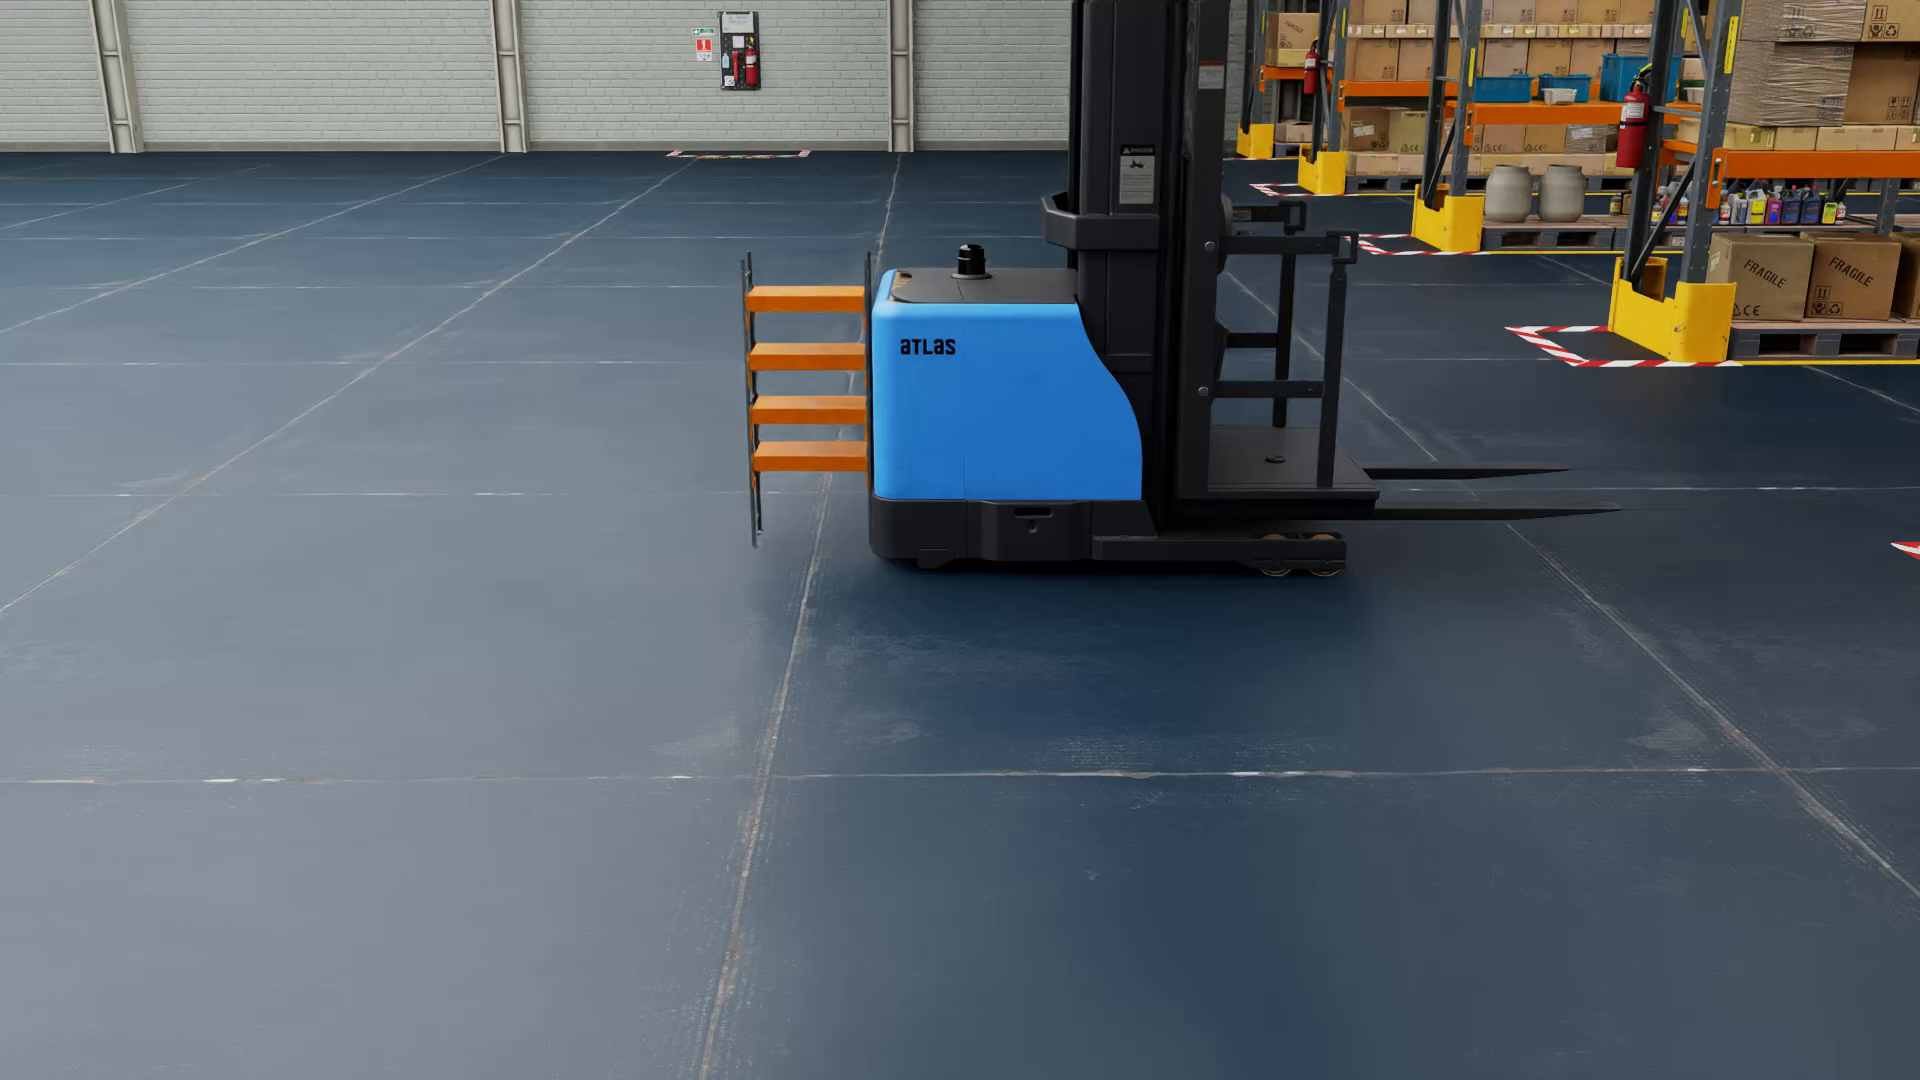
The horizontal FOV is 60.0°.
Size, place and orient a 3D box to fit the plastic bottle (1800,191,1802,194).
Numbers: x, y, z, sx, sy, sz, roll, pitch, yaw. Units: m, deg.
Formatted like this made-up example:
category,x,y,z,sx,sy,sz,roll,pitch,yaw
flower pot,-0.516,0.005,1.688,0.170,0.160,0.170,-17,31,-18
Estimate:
category,x,y,z,sx,sy,sz,roll,pitch,yaw
plastic bottle,8.224,-3.307,16.193,0.097,0.271,0.097,0,18,0

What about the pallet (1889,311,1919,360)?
category,x,y,z,sx,sy,sz,roll,pitch,yaw
pallet,6.734,-1.403,11.076,1.213,0.211,1.003,0,18,-1

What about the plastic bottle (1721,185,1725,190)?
category,x,y,z,sx,sy,sz,roll,pitch,yaw
plastic bottle,7.382,-3.314,16.196,0.133,0.283,0.061,1,18,2

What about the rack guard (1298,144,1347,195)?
category,x,y,z,sx,sy,sz,roll,pitch,yaw
rack guard,4.452,-4.568,20.468,0.348,0.500,1.175,0,18,-1

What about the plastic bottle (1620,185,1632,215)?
category,x,y,z,sx,sy,sz,roll,pitch,yaw
plastic bottle,6.496,-3.310,16.182,0.133,0.283,0.061,0,18,0

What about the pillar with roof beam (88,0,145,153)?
category,x,y,z,sx,sy,sz,roll,pitch,yaw
pillar with roof beam,-12.849,-8.994,20.351,0.400,9.000,9.100,0,18,-1

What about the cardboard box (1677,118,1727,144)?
category,x,y,z,sx,sy,sz,roll,pitch,yaw
cardboard box,4.910,-2.677,10.894,0.250,0.149,0.380,0,18,-1

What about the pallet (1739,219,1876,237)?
category,x,y,z,sx,sy,sz,roll,pitch,yaw
pallet,7.878,-2.946,15.886,1.213,0.211,1.003,0,18,-1

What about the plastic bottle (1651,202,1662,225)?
category,x,y,z,sx,sy,sz,roll,pitch,yaw
plastic bottle,6.472,-3.036,15.463,0.097,0.201,0.097,0,18,0

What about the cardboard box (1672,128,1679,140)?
category,x,y,z,sx,sy,sz,roll,pitch,yaw
cardboard box,8.893,-4.861,20.186,0.500,0.311,0.500,0,18,-1

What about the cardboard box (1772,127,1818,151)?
category,x,y,z,sx,sy,sz,roll,pitch,yaw
cardboard box,5.168,-2.537,10.456,0.250,0.149,0.380,0,18,-1

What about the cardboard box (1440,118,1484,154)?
category,x,y,z,sx,sy,sz,roll,pitch,yaw
cardboard box,6.015,-4.950,20.153,0.500,0.500,0.500,0,18,-1

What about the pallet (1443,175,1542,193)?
category,x,y,z,sx,sy,sz,roll,pitch,yaw
pallet,6.457,-4.452,20.580,1.213,0.211,1.003,0,18,-1

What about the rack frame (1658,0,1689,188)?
category,x,y,z,sx,sy,sz,roll,pitch,yaw
rack frame,8.476,-5.777,20.147,0.127,3.000,1.000,0,18,-1

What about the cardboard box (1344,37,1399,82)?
category,x,y,z,sx,sy,sz,roll,pitch,yaw
cardboard box,4.943,-5.804,20.066,0.500,0.500,0.700,0,18,-1

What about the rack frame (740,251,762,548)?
category,x,y,z,sx,sy,sz,roll,pitch,yaw
rack frame,-0.861,-0.573,6.870,0.015,1.200,0.240,0,18,0

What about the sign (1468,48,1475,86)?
category,x,y,z,sx,sy,sz,roll,pitch,yaw
sign,4.555,-4.209,14.805,0.005,0.325,0.100,0,18,-1

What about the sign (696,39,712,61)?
category,x,y,z,sx,sy,sz,roll,pitch,yaw
sign,-3.945,-7.555,25.630,0.234,0.329,0.001,0,18,-1

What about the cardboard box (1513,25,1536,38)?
category,x,y,z,sx,sy,sz,roll,pitch,yaw
cardboard box,6.672,-6.059,19.800,0.250,0.149,0.380,0,18,1

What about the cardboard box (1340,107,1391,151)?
category,x,y,z,sx,sy,sz,roll,pitch,yaw
cardboard box,5.008,-5.099,20.619,0.500,0.500,0.500,0,18,-1

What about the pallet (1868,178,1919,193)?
category,x,y,z,sx,sy,sz,roll,pitch,yaw
pallet,11.651,-4.477,20.658,1.213,0.211,1.003,0,18,-1

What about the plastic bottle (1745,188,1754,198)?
category,x,y,z,sx,sy,sz,roll,pitch,yaw
plastic bottle,7.593,-3.260,16.046,0.097,0.271,0.097,0,18,0

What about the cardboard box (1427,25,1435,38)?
category,x,y,z,sx,sy,sz,roll,pitch,yaw
cardboard box,5.637,-6.054,19.784,0.250,0.149,0.380,-1,18,-2

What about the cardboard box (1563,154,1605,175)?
category,x,y,z,sx,sy,sz,roll,pitch,yaw
cardboard box,7.515,-4.600,20.290,0.500,0.250,0.500,0,18,-1

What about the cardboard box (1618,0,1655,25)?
category,x,y,z,sx,sy,sz,roll,pitch,yaw
cardboard box,8.032,-6.439,19.921,0.500,0.500,0.700,0,18,-1

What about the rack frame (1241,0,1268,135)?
category,x,y,z,sx,sy,sz,roll,pitch,yaw
rack frame,4.394,-7.271,24.803,0.127,3.000,1.000,0,18,-1

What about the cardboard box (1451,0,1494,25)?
category,x,y,z,sx,sy,sz,roll,pitch,yaw
cardboard box,6.026,-6.429,19.890,0.500,0.500,0.700,0,18,-1

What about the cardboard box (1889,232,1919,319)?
category,x,y,z,sx,sy,sz,roll,pitch,yaw
cardboard box,6.477,-1.751,10.999,0.500,0.500,0.500,1,18,4

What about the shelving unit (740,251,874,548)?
category,x,y,z,sx,sy,sz,roll,pitch,yaw
shelving unit,-0.617,-0.573,6.870,0.503,1.200,0.258,0,18,0

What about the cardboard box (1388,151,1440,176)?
category,x,y,z,sx,sy,sz,roll,pitch,yaw
cardboard box,5.516,-4.587,20.250,0.500,0.250,0.500,0,18,-1

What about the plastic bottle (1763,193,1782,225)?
category,x,y,z,sx,sy,sz,roll,pitch,yaw
plastic bottle,7.556,-3.075,15.449,0.133,0.283,0.061,1,18,3

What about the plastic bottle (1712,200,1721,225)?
category,x,y,z,sx,sy,sz,roll,pitch,yaw
plastic bottle,7.014,-3.072,15.460,0.097,0.271,0.097,0,18,0

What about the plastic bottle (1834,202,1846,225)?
category,x,y,z,sx,sy,sz,roll,pitch,yaw
plastic bottle,8.192,-3.045,15.489,0.097,0.201,0.097,0,18,0

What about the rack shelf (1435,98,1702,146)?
category,x,y,z,sx,sy,sz,roll,pitch,yaw
rack shelf,6.550,-3.912,15.511,4.000,0.370,1.077,0,18,-1

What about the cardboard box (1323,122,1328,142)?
category,x,y,z,sx,sy,sz,roll,pitch,yaw
cardboard box,5.657,-6.179,25.080,0.500,0.311,0.500,1,18,4

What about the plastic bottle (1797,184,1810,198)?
category,x,y,z,sx,sy,sz,roll,pitch,yaw
plastic bottle,7.908,-3.166,15.621,0.185,0.351,0.144,0,18,-1

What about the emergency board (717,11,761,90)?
category,x,y,z,sx,sy,sz,roll,pitch,yaw
emergency board,-3.390,-7.509,25.546,0.643,1.169,0.194,0,18,-1

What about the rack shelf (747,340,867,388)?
category,x,y,z,sx,sy,sz,roll,pitch,yaw
rack shelf,-0.617,-0.722,6.822,0.480,0.148,0.258,0,18,0

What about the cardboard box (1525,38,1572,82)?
category,x,y,z,sx,sy,sz,roll,pitch,yaw
cardboard box,7.003,-5.815,20.101,0.500,0.500,0.700,0,18,0

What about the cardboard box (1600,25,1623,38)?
category,x,y,z,sx,sy,sz,roll,pitch,yaw
cardboard box,7.698,-6.064,19.816,0.250,0.149,0.380,-1,18,-2

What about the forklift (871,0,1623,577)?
category,x,y,z,sx,sy,sz,roll,pitch,yaw
forklift,1.163,-1.412,6.652,3.031,2.935,1.130,0,18,0

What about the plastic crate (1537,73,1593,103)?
category,x,y,z,sx,sy,sz,roll,pitch,yaw
plastic crate,5.696,-4.270,15.690,0.408,0.251,0.499,0,18,-1

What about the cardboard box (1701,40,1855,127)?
category,x,y,z,sx,sy,sz,roll,pitch,yaw
cardboard box,5.179,-2.916,10.576,0.500,0.500,0.875,0,18,-1

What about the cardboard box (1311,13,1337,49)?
category,x,y,z,sx,sy,sz,roll,pitch,yaw
cardboard box,5.371,-7.476,24.427,0.500,0.500,0.500,0,18,-1

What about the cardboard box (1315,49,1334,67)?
category,x,y,z,sx,sy,sz,roll,pitch,yaw
cardboard box,5.406,-7.121,24.549,0.500,0.250,0.500,-1,18,-3
